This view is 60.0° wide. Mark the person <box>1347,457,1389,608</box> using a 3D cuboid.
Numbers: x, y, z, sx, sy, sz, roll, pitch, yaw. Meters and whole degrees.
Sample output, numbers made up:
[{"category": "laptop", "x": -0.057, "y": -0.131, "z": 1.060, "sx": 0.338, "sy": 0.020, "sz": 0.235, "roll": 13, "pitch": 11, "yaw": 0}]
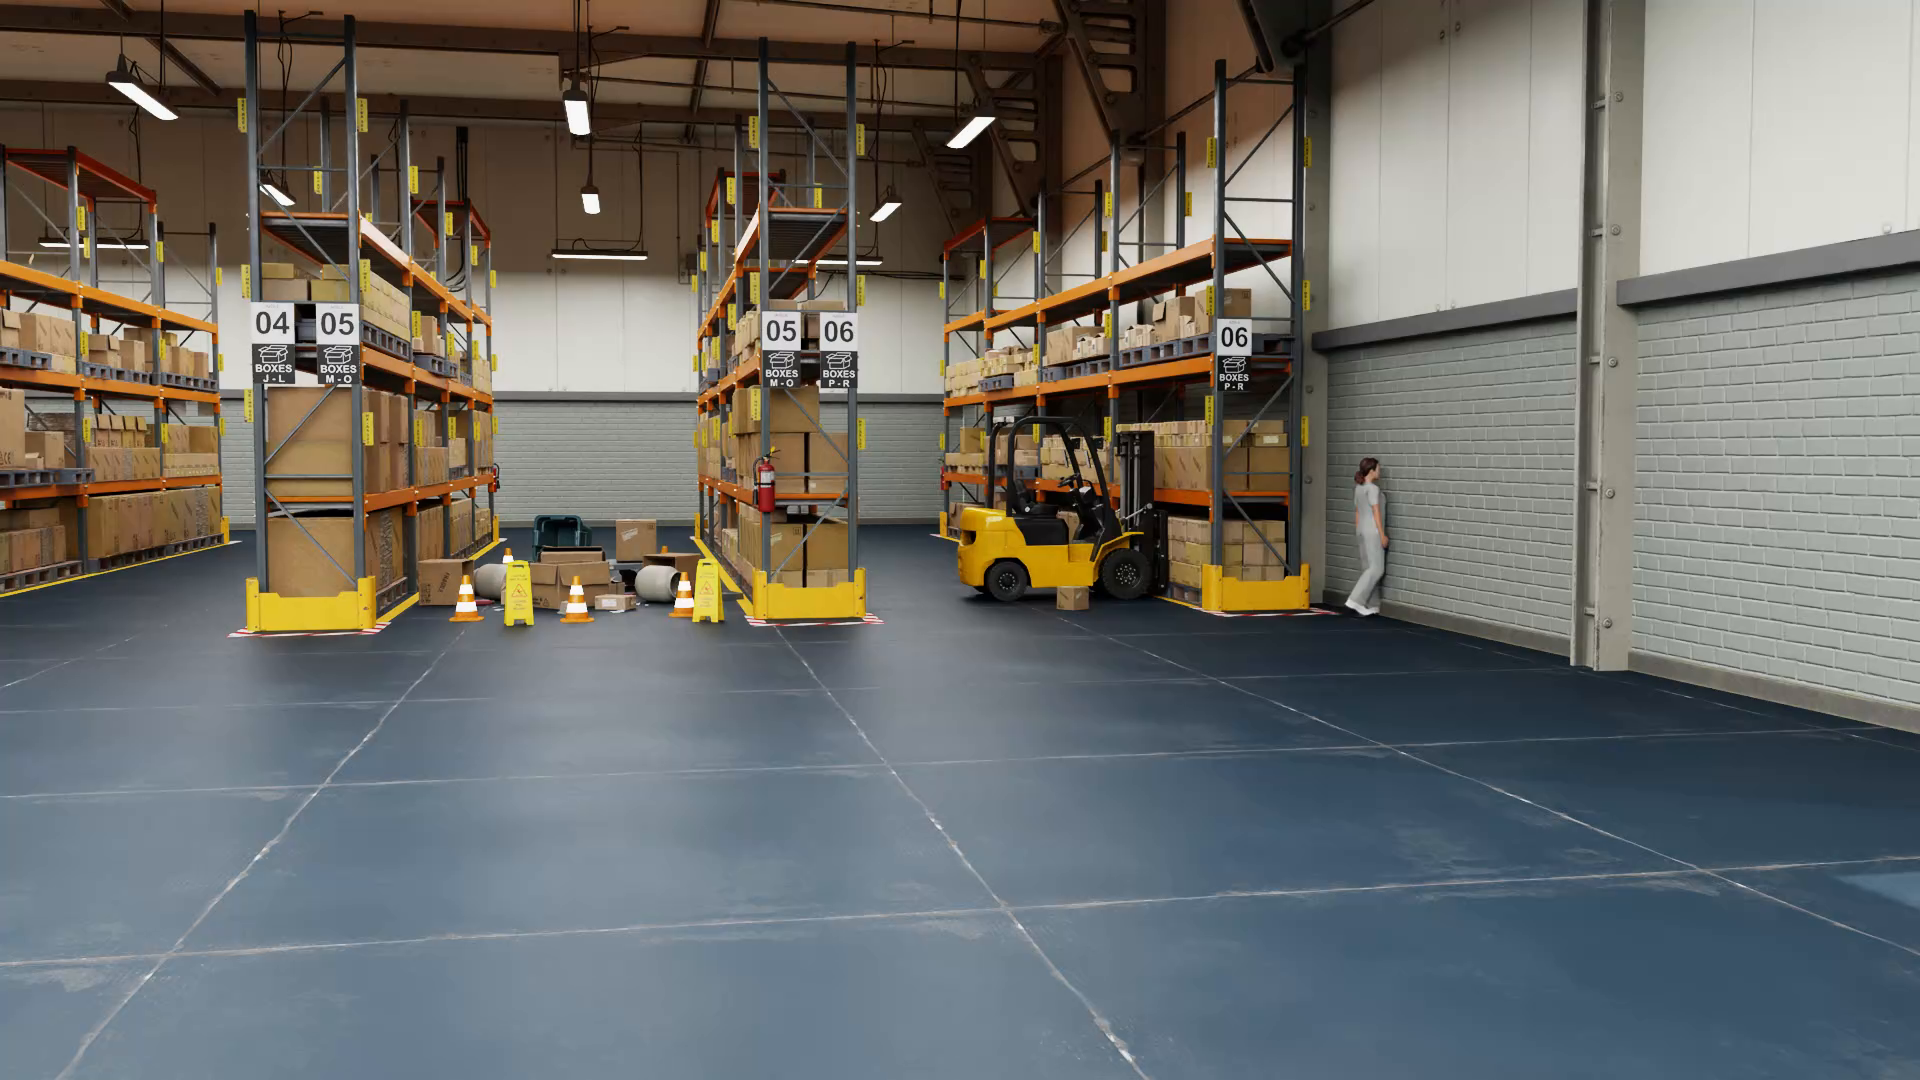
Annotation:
[{"category": "person", "x": 4.301, "y": -0.074, "z": 17.669, "sx": 0.459, "sy": 1.605, "sz": 0.461, "roll": -1, "pitch": 3, "yaw": -10}]
